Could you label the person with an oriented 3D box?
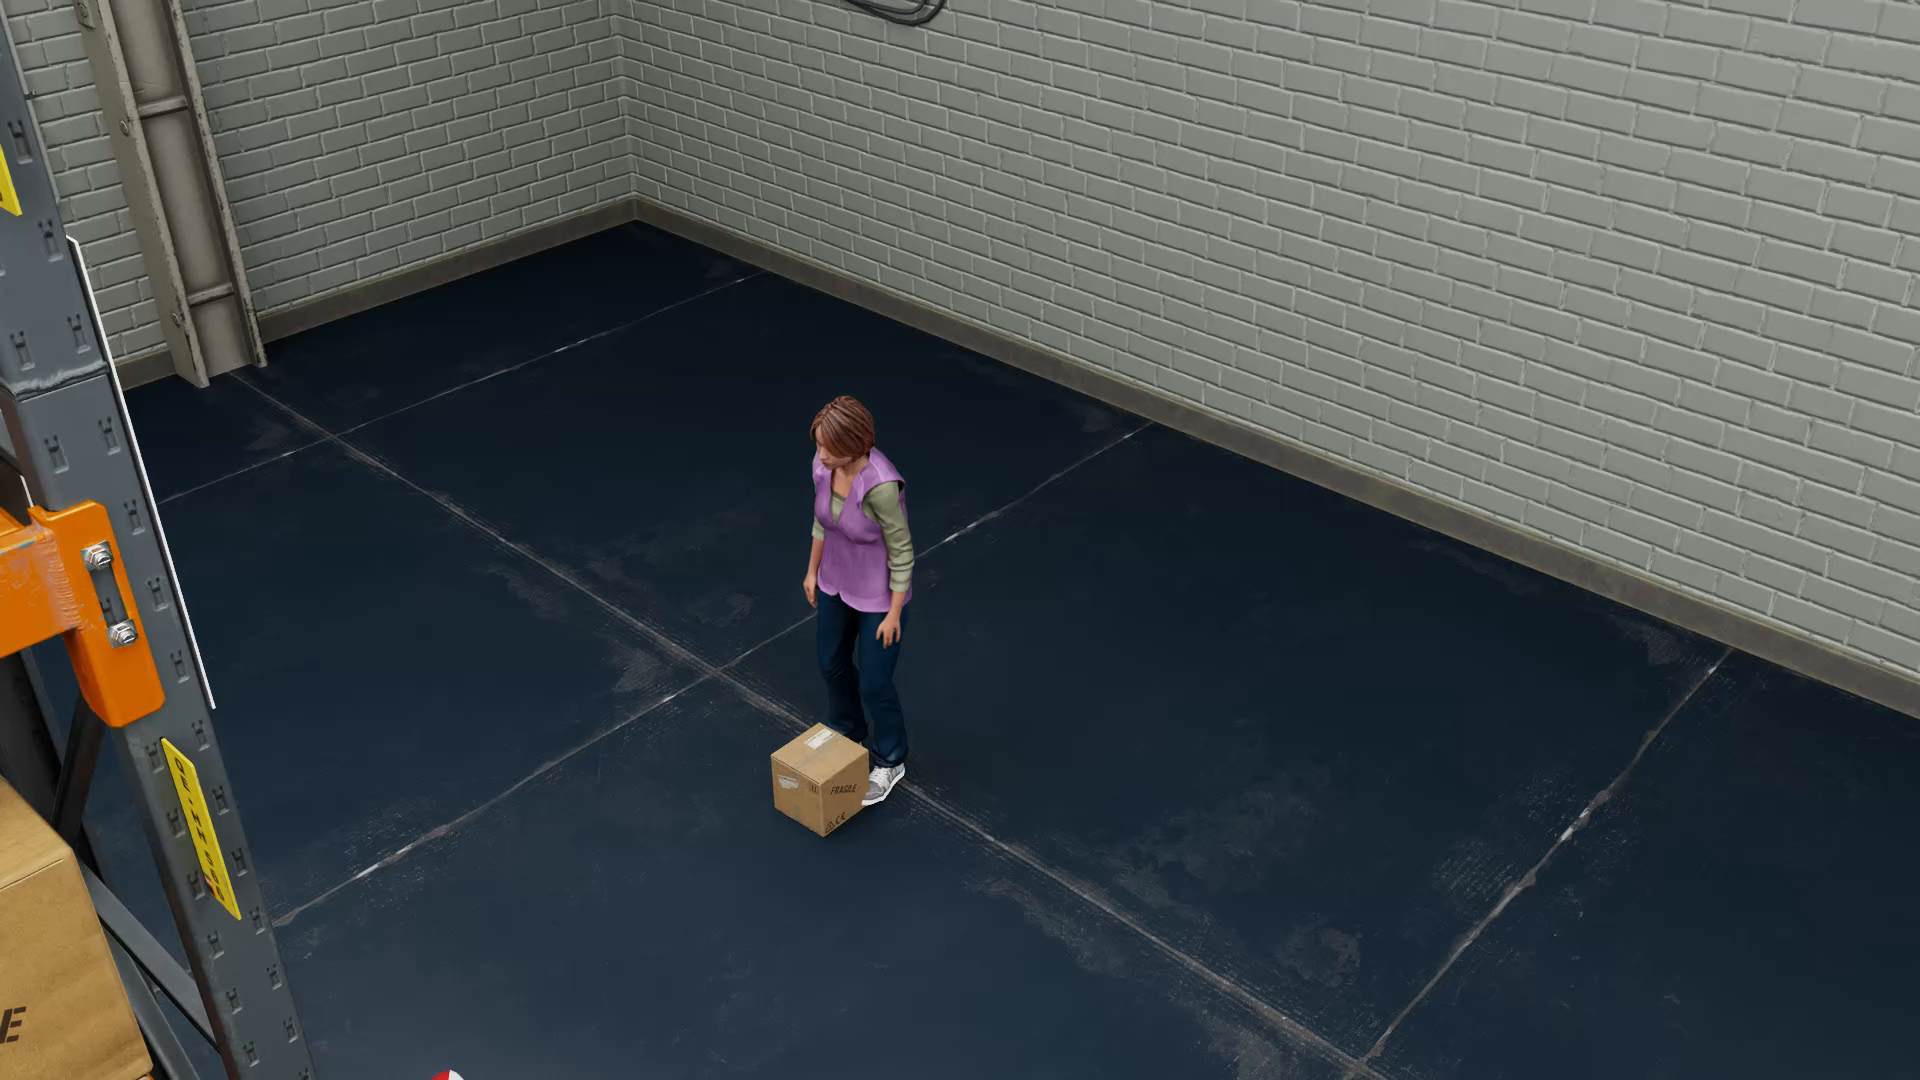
[{"bbox_3d":[-0.351,0.198,5.825,0.461,1.593,0.343,26,40,35],"label":"person"}]
